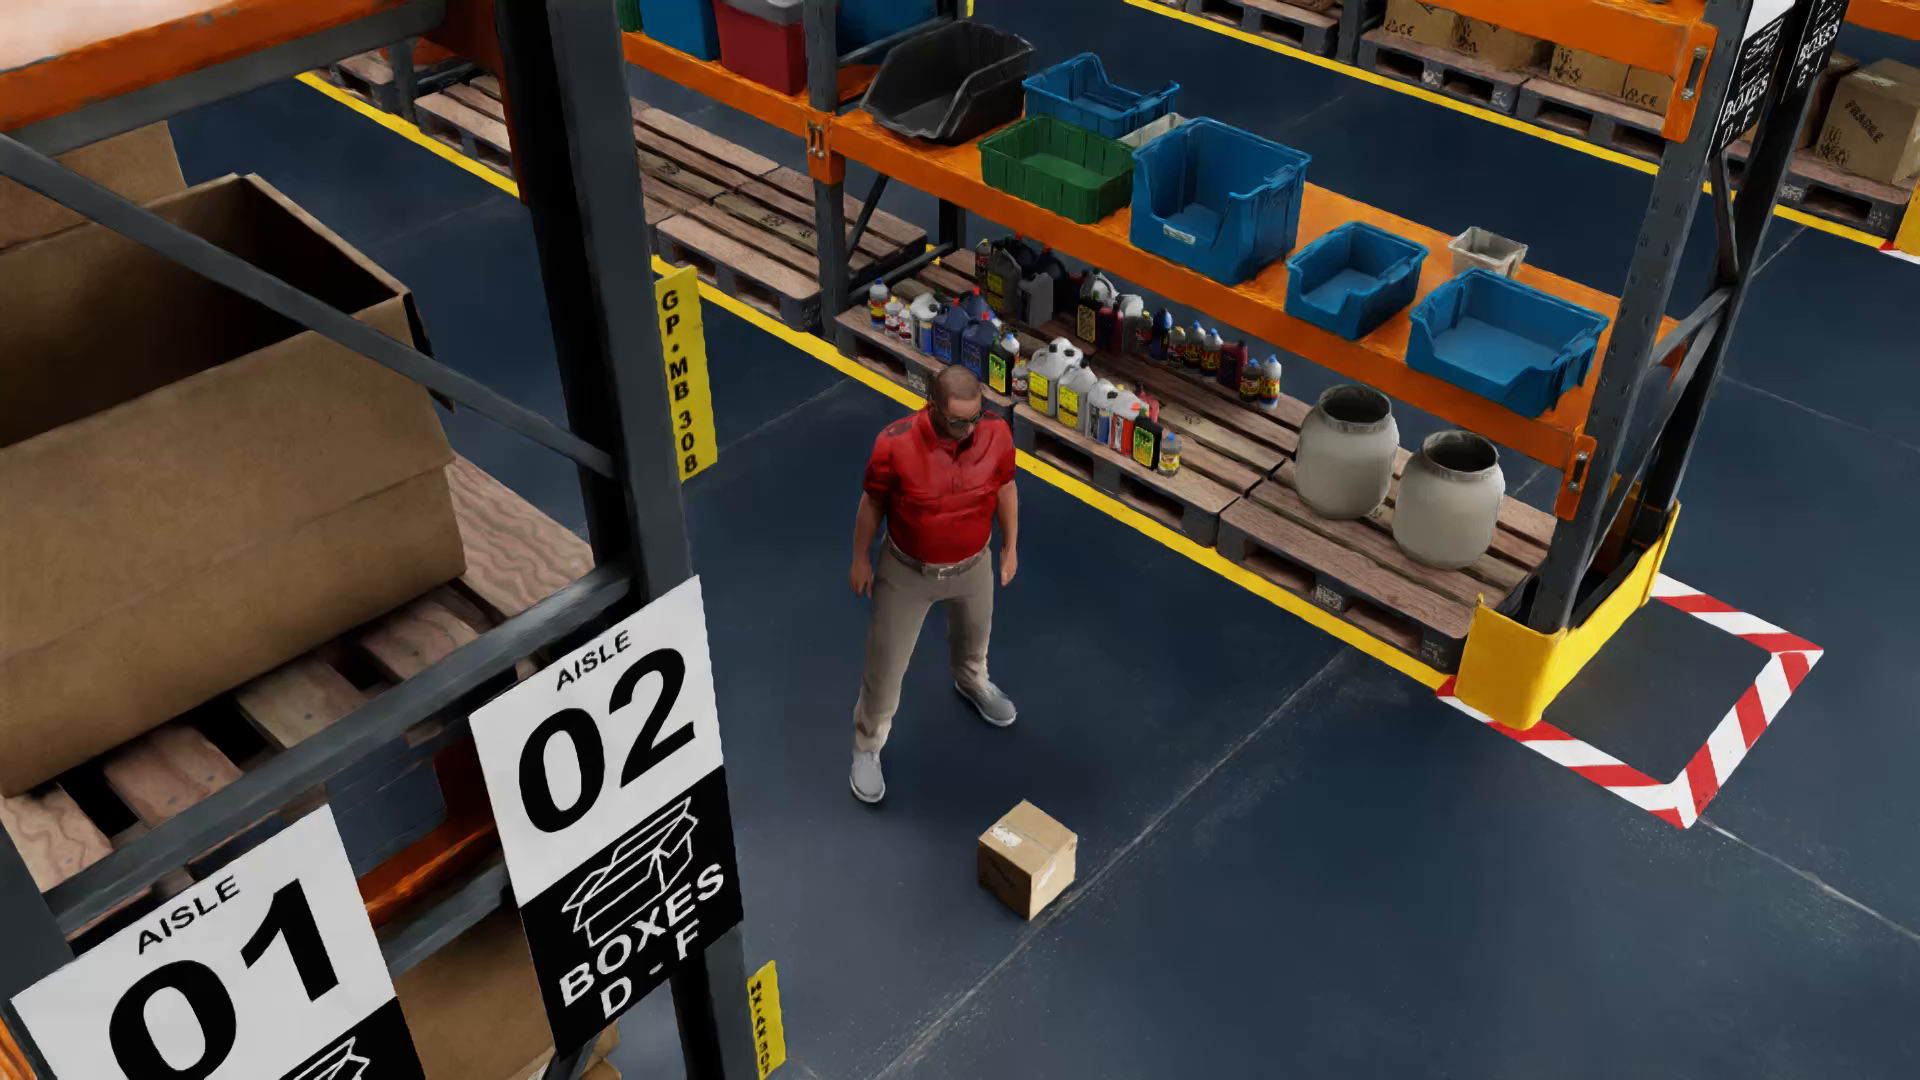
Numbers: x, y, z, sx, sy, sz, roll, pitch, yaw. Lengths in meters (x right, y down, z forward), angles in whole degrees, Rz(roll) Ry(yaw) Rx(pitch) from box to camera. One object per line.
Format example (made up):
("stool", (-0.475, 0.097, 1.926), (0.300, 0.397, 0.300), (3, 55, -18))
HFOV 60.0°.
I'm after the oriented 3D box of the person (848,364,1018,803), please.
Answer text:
("person", (-0.119, 0.120, 6.001), (0.744, 1.716, 0.542), (-12, 41, -15))
